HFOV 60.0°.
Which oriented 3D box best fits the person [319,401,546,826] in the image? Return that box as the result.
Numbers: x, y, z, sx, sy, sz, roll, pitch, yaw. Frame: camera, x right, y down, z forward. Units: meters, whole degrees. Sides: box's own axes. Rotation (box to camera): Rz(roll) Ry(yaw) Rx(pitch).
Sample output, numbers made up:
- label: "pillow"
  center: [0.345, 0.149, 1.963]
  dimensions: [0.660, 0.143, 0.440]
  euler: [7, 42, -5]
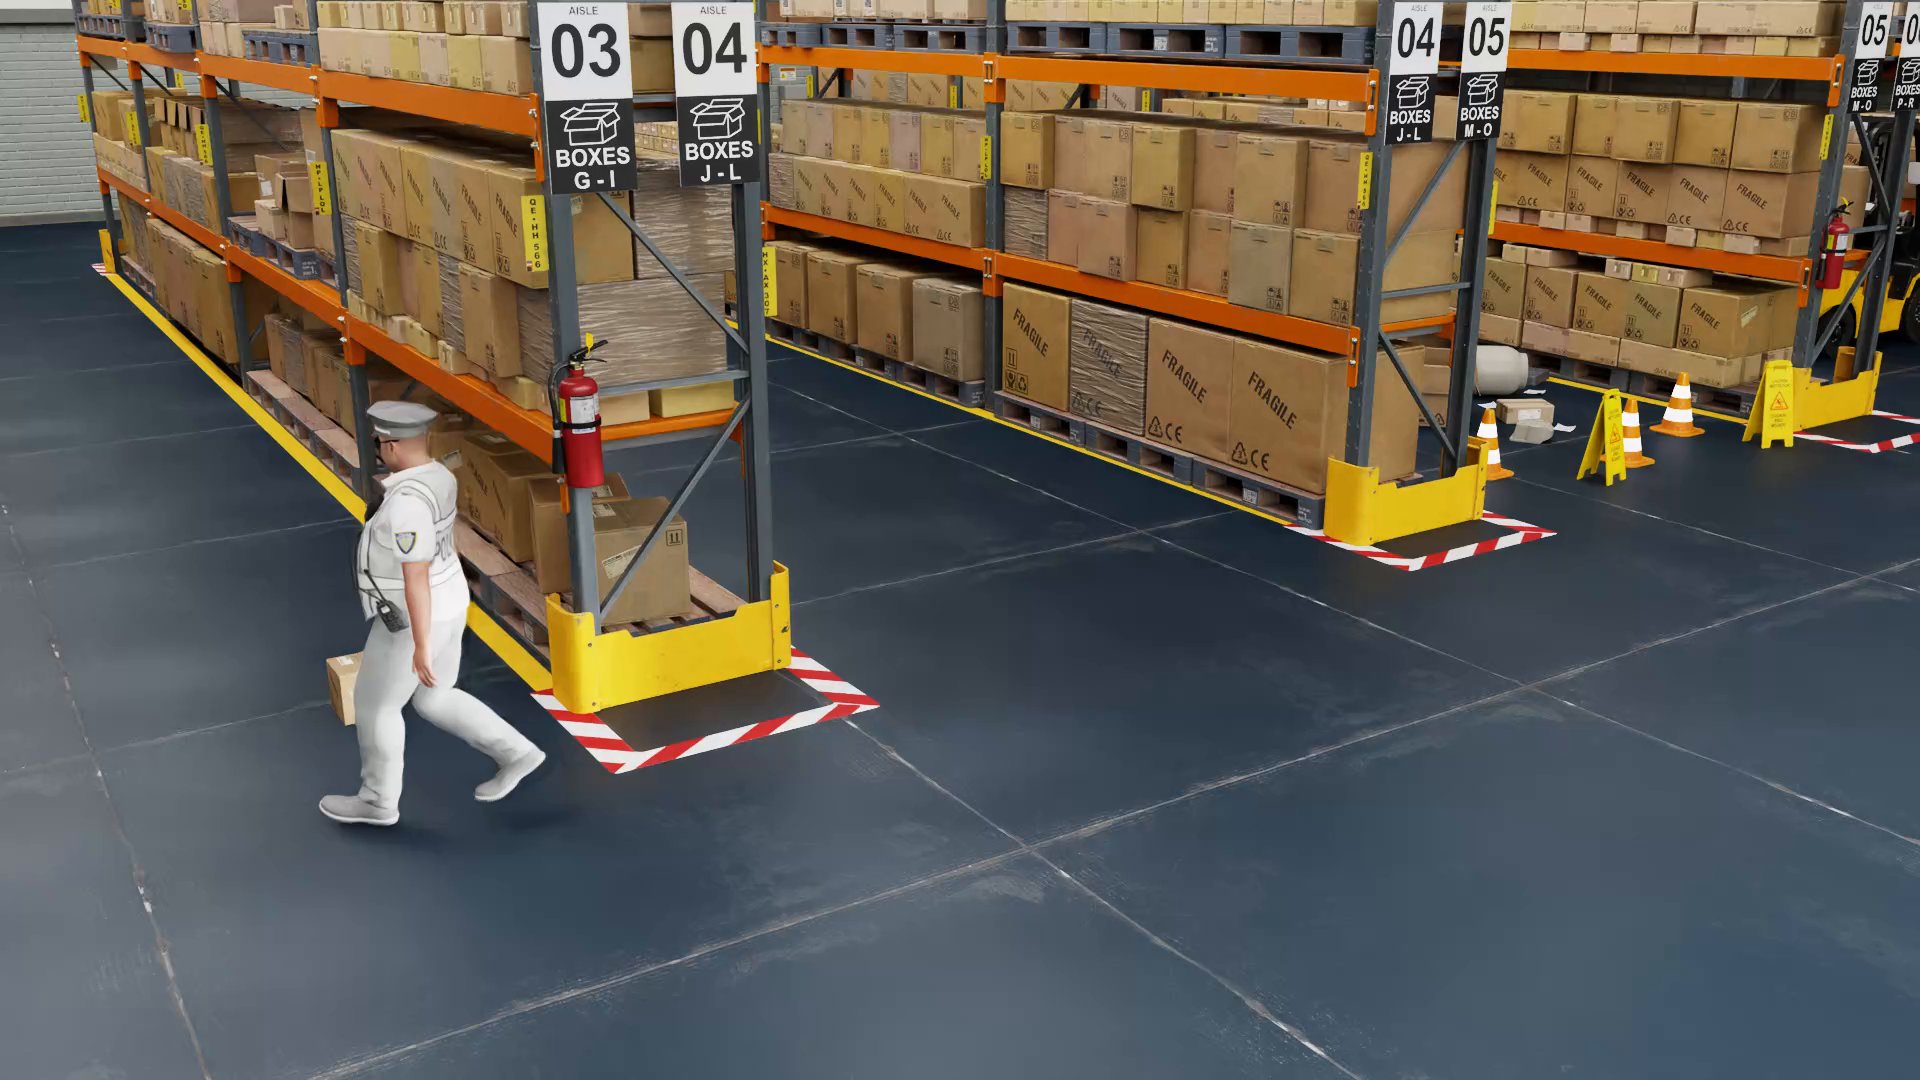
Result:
- label: "person"
  center: [-2.167, 0.306, 6.602]
  dimensions: [0.900, 1.714, 0.612]
  euler: [-1, 18, -2]
